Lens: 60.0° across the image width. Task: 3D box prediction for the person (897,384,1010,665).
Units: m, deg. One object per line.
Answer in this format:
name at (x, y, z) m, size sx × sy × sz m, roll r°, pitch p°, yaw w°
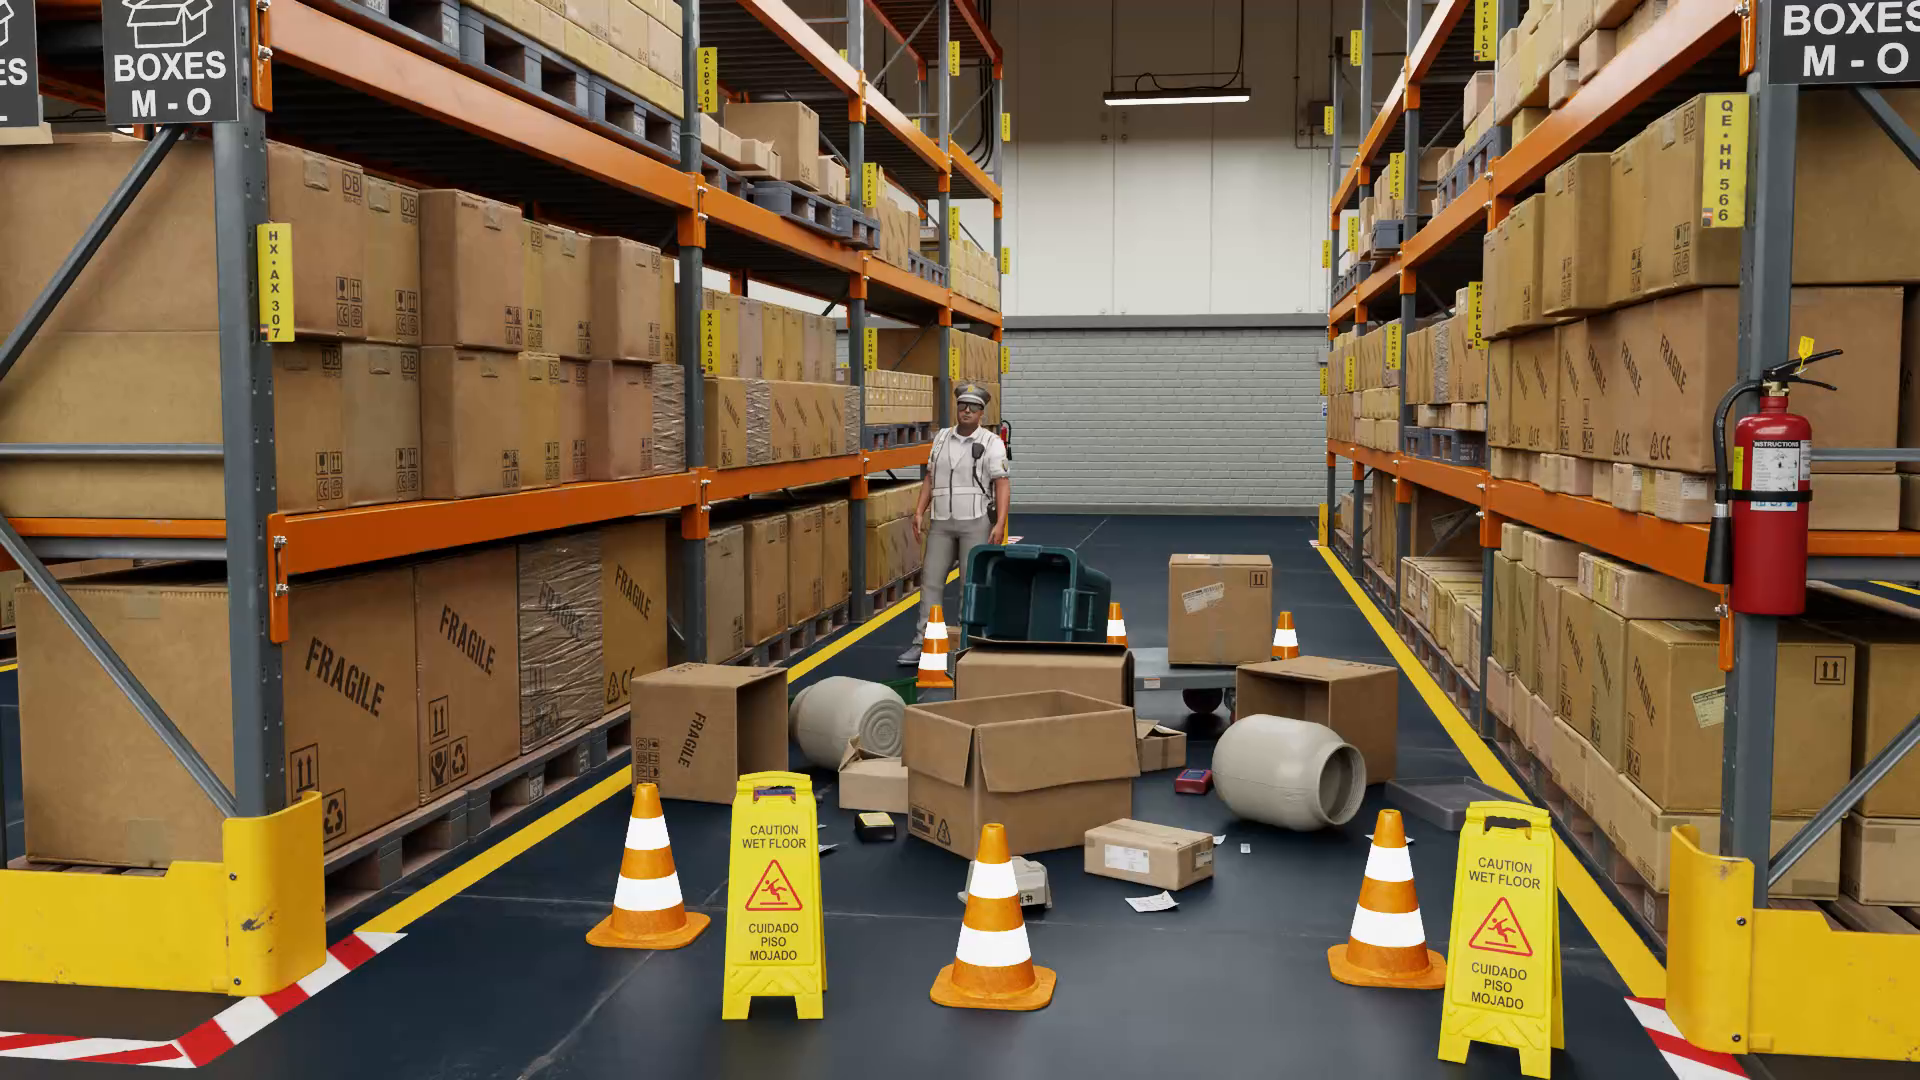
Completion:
person at (-0.026, -0.104, 10.618) m, size 0.641 × 1.781 × 0.574 m, roll 2°, pitch 5°, yaw 21°
